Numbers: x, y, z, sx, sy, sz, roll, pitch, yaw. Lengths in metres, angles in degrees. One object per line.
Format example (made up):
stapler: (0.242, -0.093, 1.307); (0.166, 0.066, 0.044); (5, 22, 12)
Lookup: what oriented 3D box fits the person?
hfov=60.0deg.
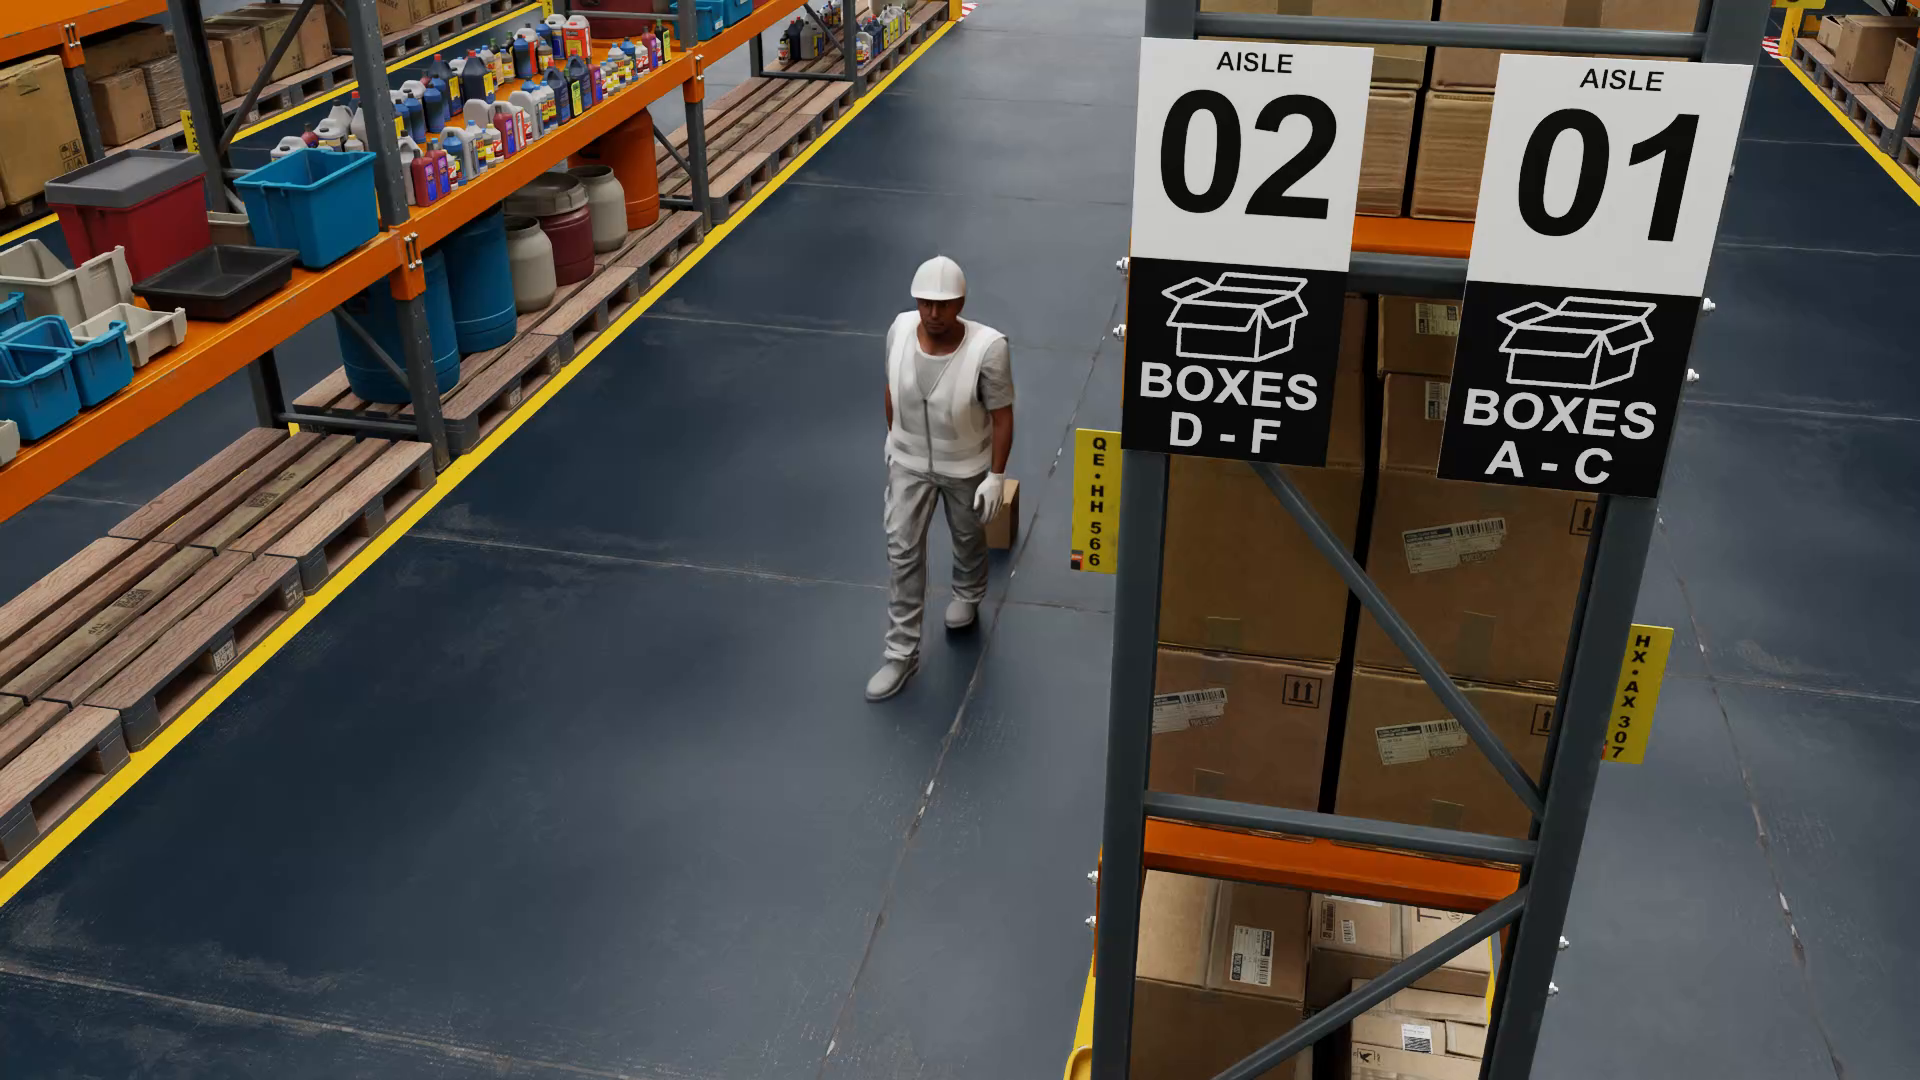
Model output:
person: (-0.076, -0.293, 6.637); (0.591, 1.759, 0.858); (7, 29, 13)
